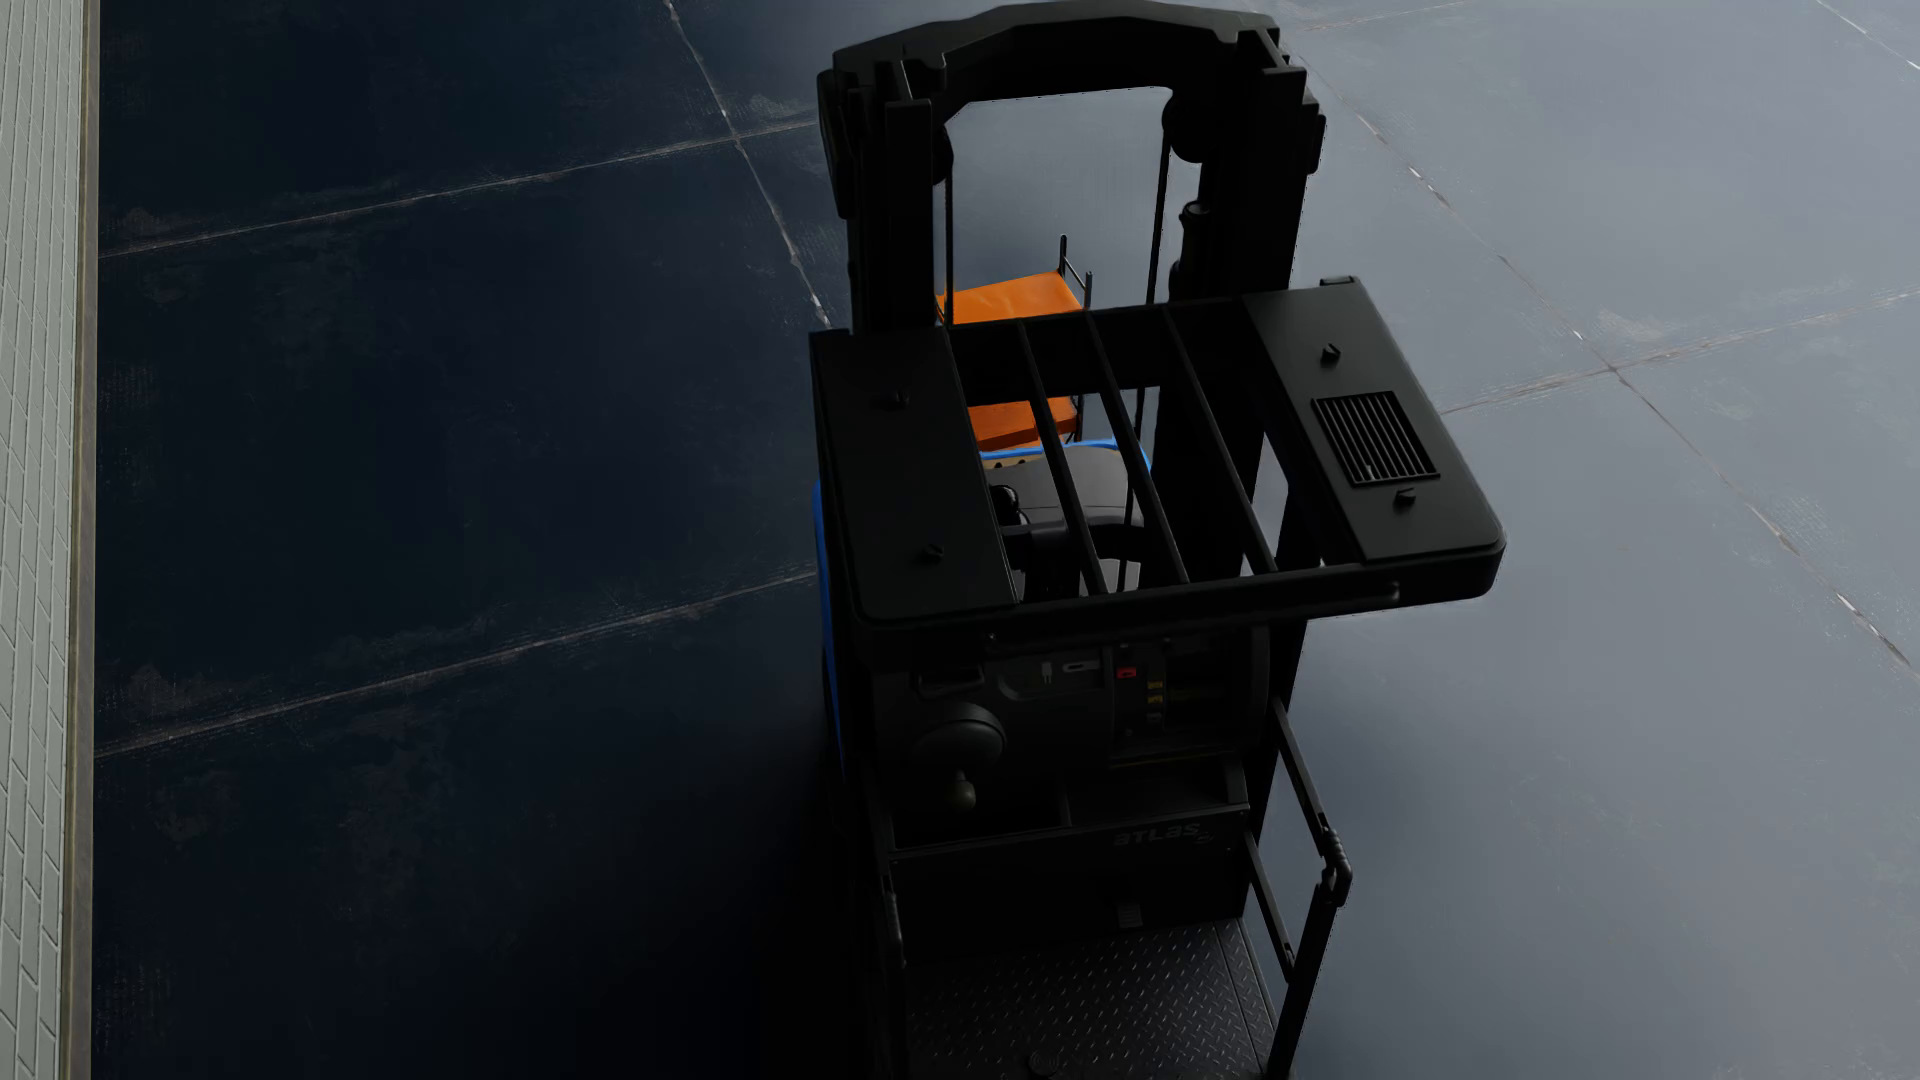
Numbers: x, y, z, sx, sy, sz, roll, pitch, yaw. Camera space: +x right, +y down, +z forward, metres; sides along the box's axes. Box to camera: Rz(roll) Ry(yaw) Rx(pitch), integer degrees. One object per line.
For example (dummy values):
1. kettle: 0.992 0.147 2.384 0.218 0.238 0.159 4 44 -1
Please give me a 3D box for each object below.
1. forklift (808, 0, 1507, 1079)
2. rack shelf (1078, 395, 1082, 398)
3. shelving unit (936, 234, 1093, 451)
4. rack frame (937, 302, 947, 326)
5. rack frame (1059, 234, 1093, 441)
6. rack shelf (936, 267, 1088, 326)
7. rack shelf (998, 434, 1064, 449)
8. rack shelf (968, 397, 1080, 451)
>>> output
1. forklift: 0.299 0.483 3.699 1.130 2.935 3.031 -7 46 -7
2. rack shelf: 0.156 -0.574 5.754 0.480 0.148 0.258 -14 47 -14
3. shelving unit: 0.156 -0.463 5.865 0.503 1.200 0.258 -14 47 -14
4. rack frame: -0.074 -0.405 5.806 0.015 1.200 0.240 -14 47 -14
5. rack frame: 0.385 -0.522 5.923 0.015 1.200 0.240 -14 47 -14
6. rack shelf: 0.156 -0.741 5.586 0.480 0.148 0.258 -14 47 -14
7. rack shelf: 0.156 -0.276 6.053 0.480 0.148 0.258 -14 47 -14
8. rack shelf: 0.156 -0.416 5.912 0.480 0.148 0.258 -14 47 -14
